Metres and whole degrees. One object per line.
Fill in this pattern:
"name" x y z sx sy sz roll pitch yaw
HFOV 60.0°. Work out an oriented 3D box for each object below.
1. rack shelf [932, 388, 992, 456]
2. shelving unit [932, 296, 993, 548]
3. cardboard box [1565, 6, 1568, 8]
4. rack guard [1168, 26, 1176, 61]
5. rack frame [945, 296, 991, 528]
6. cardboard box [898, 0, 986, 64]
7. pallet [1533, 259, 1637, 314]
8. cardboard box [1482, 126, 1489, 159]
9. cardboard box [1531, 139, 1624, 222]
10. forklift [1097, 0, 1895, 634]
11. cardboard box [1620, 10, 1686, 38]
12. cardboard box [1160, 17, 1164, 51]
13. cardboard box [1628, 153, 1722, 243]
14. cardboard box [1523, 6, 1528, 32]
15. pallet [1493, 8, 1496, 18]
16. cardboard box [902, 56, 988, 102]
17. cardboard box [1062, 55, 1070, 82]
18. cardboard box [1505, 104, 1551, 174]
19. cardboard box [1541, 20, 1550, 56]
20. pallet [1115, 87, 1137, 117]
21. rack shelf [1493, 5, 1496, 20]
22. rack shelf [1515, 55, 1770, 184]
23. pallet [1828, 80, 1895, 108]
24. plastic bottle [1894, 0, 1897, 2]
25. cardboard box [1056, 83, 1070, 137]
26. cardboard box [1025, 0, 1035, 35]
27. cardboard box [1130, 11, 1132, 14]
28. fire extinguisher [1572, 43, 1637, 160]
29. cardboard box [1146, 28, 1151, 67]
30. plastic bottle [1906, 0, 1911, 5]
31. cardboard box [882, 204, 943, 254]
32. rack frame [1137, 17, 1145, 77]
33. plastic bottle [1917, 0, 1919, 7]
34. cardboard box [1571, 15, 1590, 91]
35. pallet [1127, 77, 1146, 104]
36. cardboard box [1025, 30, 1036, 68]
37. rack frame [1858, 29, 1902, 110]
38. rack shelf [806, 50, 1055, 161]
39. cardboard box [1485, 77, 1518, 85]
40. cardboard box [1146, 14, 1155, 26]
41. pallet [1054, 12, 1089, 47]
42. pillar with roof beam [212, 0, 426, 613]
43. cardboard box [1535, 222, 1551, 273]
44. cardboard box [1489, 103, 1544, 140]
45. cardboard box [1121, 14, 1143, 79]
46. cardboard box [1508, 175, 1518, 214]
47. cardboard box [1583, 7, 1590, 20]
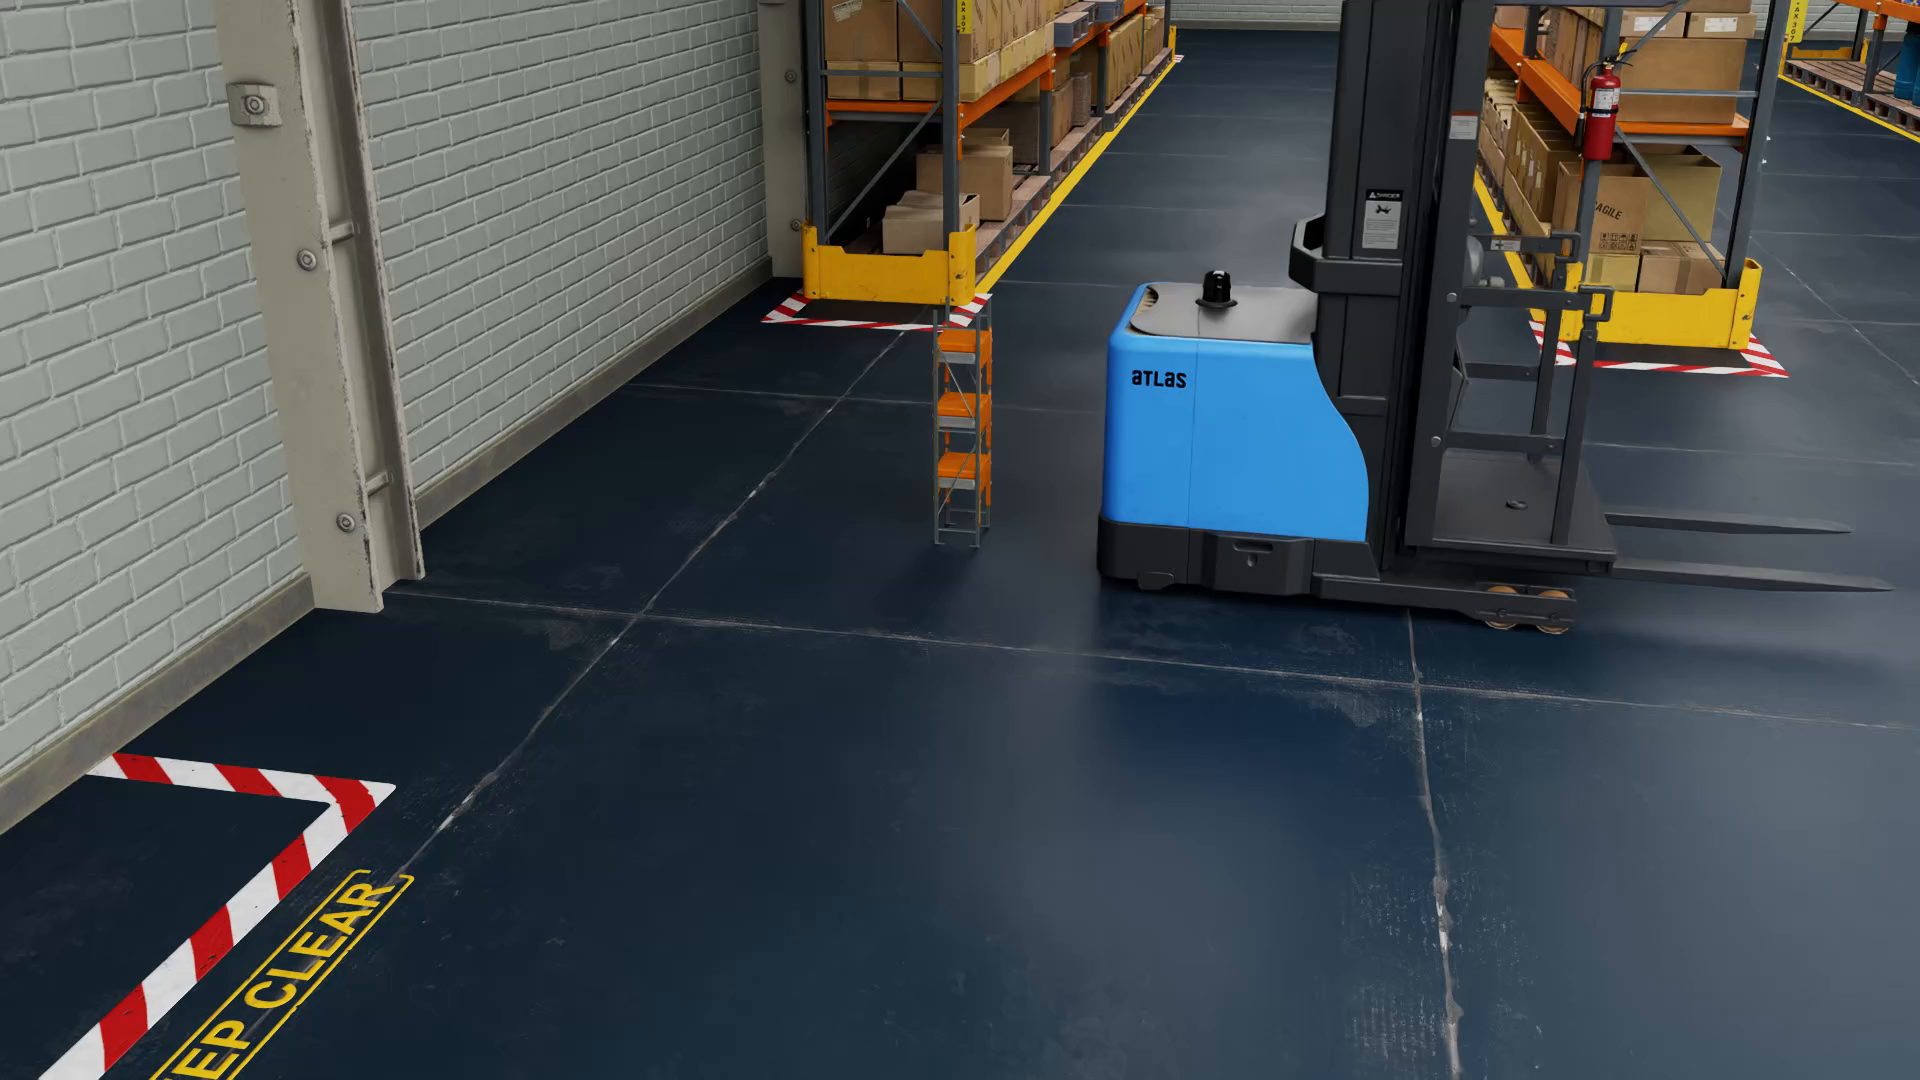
"rack shelf" 0.011 -0.497 7.210 0.215 0.259 0.240 4 22 11
"shelving unit" 0.011 -0.507 7.206 0.215 1.050 0.252 4 22 11
"cardboard box" 4.708 -4.033 12.351 0.380 0.149 0.250 4 22 9
"rack guard" 2.763 -7.758 25.946 1.175 0.500 0.348 4 22 11
"rack frame" 0.036 -0.551 7.317 0.200 1.050 0.008 4 22 11
"cardboard box" -0.115 -3.496 11.189 0.500 0.500 0.500 4 22 11
"pallet" 4.459 -1.670 11.217 1.003 0.211 1.213 4 22 11
"cardboard box" 5.275 -3.794 15.878 0.500 0.250 0.500 5 22 12
"cardboard box" 4.351 -2.533 11.743 0.500 0.500 0.500 4 22 11
"forklift" 2.137 -1.213 6.442 3.031 2.935 1.130 5 22 12
"cardboard box" 4.235 -3.182 10.237 0.380 0.149 0.250 4 22 10
"cardboard box" 2.713 -7.680 25.192 0.700 0.500 0.500 4 22 11
"cardboard box" 4.771 -2.310 11.188 0.500 0.500 0.500 4 22 11
"cardboard box" 5.650 -5.038 15.713 0.500 0.500 0.500 3 22 8
"pallet" 6.046 -5.771 17.923 1.213 0.211 1.003 4 22 11
"cardboard box" -0.096 -3.151 11.336 0.500 0.250 0.500 4 22 9
"cardboard box" 0.852 -4.904 17.268 0.500 0.250 0.500 5 22 12
"cardboard box" 4.759 -3.265 13.560 0.500 0.500 0.500 4 22 11
"cardboard box" 5.218 -4.257 14.110 0.500 0.250 0.500 6 23 14
"pallet" 1.612 -5.416 20.520 1.003 0.211 1.213 4 22 11
"rack shelf" 6.384 -6.004 19.209 1.077 0.370 4.000 4 22 11
"rack shelf" 4.752 -3.078 11.945 1.077 0.370 4.000 4 22 11
"pallet" 11.753 -5.669 21.146 1.003 0.211 1.213 4 22 11
"plastic bottle" 11.148 -6.534 19.720 0.061 0.283 0.133 4 22 11
"cardboard box" 0.737 -4.396 17.012 0.700 0.500 0.500 4 22 11
"cardboard box" 0.306 -4.244 13.047 0.500 0.500 0.500 4 22 9
"cardboard box" 2.286 -7.578 24.070 0.380 0.149 0.250 5 22 11
"fire extinguisher" 3.865 -2.637 9.989 0.296 0.674 0.183 4 22 11
"cardboard box" 2.301 -6.930 23.329 0.700 0.500 0.500 4 22 10
"plastic bottle" 11.099 -6.359 19.293 0.152 0.276 0.135 4 22 11
"cardboard box" -0.277 -2.260 11.960 0.500 0.311 0.500 2 22 5
"rack frame" 1.942 -7.445 21.825 1.000 3.000 0.127 4 22 11
"plastic bottle" 10.967 -6.210 18.913 0.061 0.283 0.133 4 22 11
"cardboard box" 4.765 -3.463 11.803 0.700 0.500 0.500 5 23 13
"pallet" 1.858 -5.864 21.631 1.003 0.211 1.213 4 22 11
"cardboard box" 0.312 -3.896 13.187 0.500 0.250 0.500 4 22 11
"rack frame" 11.641 -6.690 19.950 1.000 3.000 0.127 4 22 11
"rack shelf" -0.099 -3.455 12.879 1.077 0.370 4.000 4 22 11
"cardboard box" 5.582 -4.617 17.169 0.500 0.311 0.500 5 23 13
"cardboard box" 2.550 -7.350 23.503 0.380 0.149 0.250 4 22 9
"pallet" 0.608 -4.699 15.263 1.003 0.211 1.213 4 22 11
"pillar with roof beam" 1.780 -3.639 4.344 9.100 9.000 0.400 4 22 11
"cardboard box" 4.254 -2.002 11.428 0.500 0.250 0.500 4 22 11
"cardboard box" 5.166 -3.866 15.305 0.500 0.311 0.500 4 22 11
"cardboard box" 1.937 -6.395 21.534 0.750 0.750 0.750 5 22 12
"cardboard box" 4.661 -2.734 13.245 0.500 0.250 0.500 4 22 11
"cardboard box" 4.498 -3.656 11.413 0.380 0.149 0.250 5 22 12
